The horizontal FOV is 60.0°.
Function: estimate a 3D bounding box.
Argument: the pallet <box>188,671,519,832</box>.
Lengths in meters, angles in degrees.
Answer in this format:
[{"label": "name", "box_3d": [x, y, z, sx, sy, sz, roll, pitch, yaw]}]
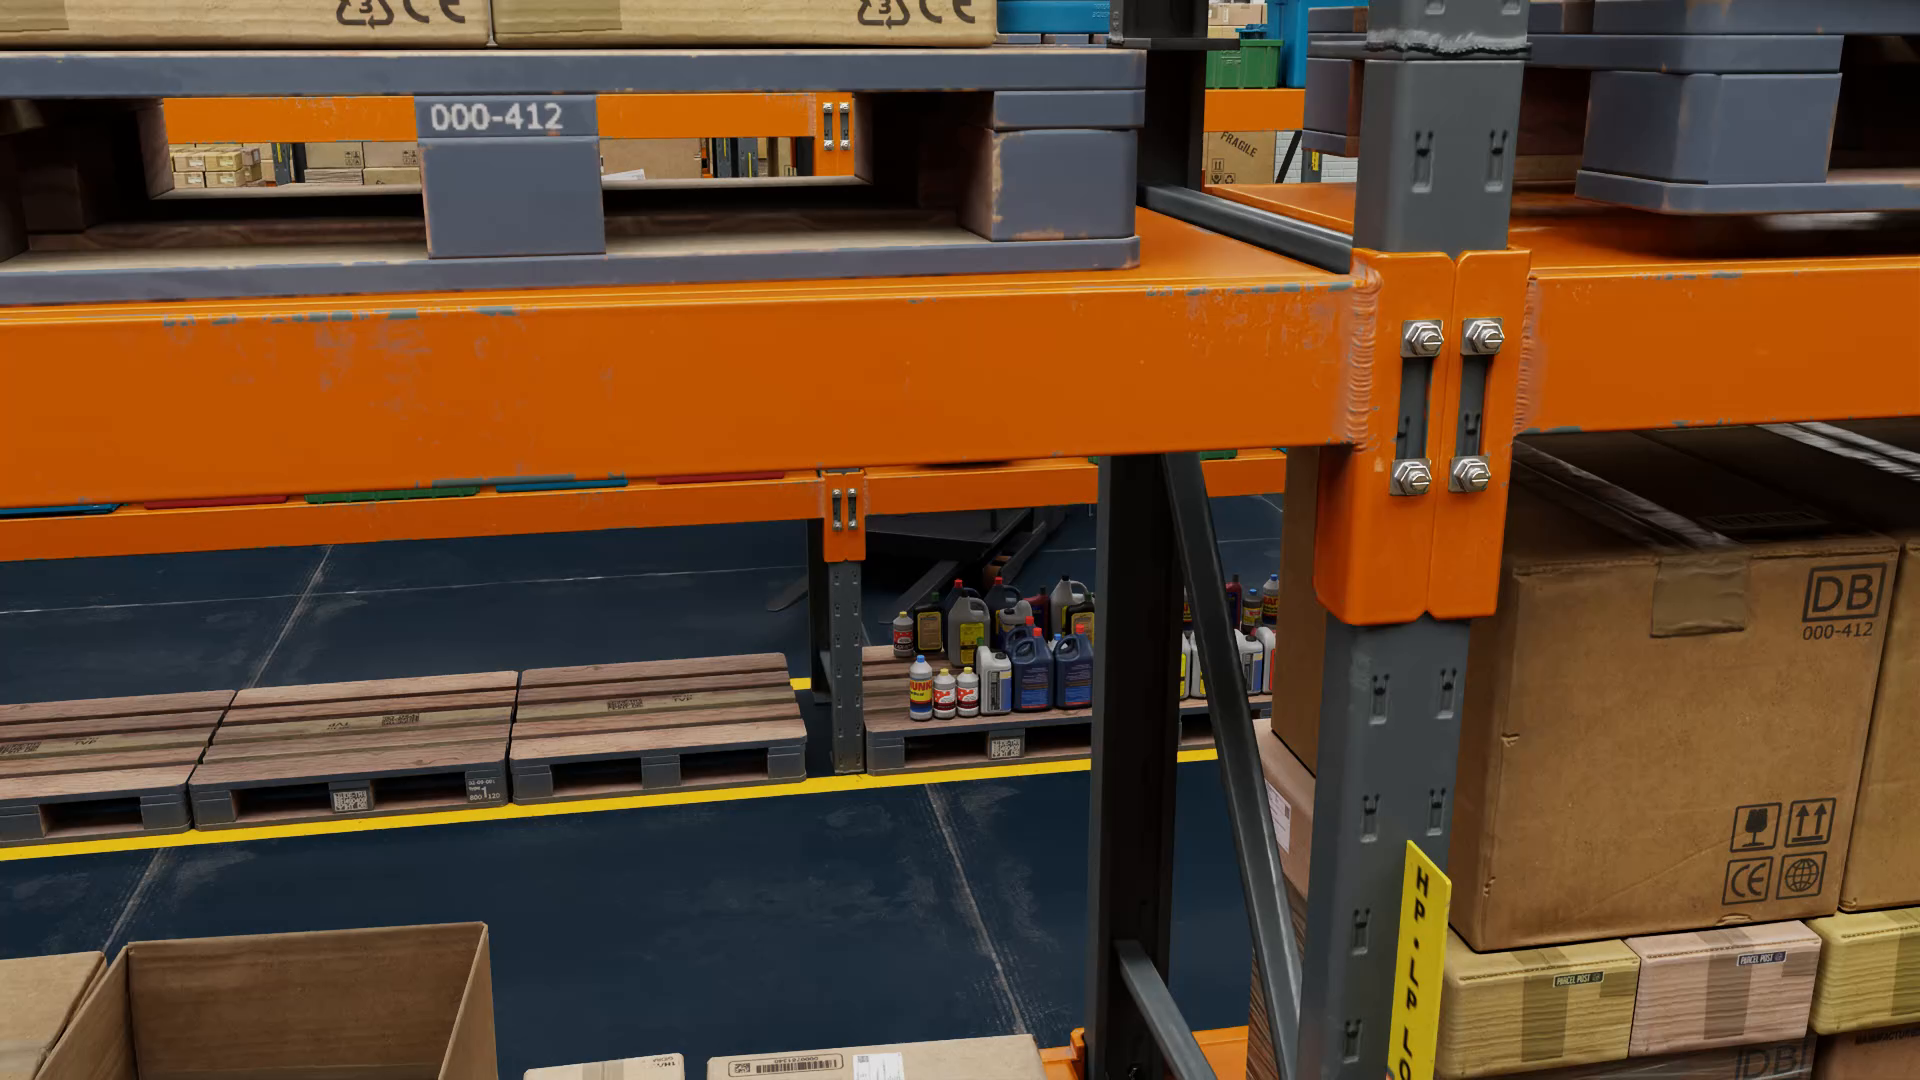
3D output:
[{"label": "pallet", "box_3d": [-2.526, 0.876, 7.099, 1.213, 0.211, 1.003, -3, 17, -10]}]

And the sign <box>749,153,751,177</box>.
[{"label": "sign", "box_3d": [-1.393, -2.402, 11.052, 0.005, 0.325, 0.100, -3, 17, -10]}]

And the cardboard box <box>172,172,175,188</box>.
[{"label": "cardboard box", "box_3d": [-7.189, -3.254, 15.005, 0.250, 0.149, 0.380, -3, 17, -9]}]

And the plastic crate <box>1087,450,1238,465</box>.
[{"label": "plastic crate", "box_3d": [0.824, -0.474, 7.106, 0.662, 0.188, 0.450, -3, 17, -10]}]

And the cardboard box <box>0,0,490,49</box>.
[{"label": "cardboard box", "box_3d": [-0.772, -0.652, 1.759, 0.500, 0.250, 0.500, -5, 18, -16]}]

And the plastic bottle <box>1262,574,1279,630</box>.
[{"label": "plastic bottle", "box_3d": [1.526, 0.302, 8.118, 0.097, 0.271, 0.097, 0, 17, 0]}]

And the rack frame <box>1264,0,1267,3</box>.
[{"label": "rack frame", "box_3d": [2.425, -5.099, 11.586, 0.127, 3.000, 1.000, -3, 17, -10]}]

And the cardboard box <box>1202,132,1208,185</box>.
[{"label": "cardboard box", "box_3d": [1.443, -2.768, 11.834, 0.500, 0.500, 0.500, -3, 17, -10]}]

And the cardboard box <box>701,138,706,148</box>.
[{"label": "cardboard box", "box_3d": [-3.842, -6.293, 25.522, 0.500, 0.500, 0.500, -4, 17, -12]}]

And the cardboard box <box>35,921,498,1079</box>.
[{"label": "cardboard box", "box_3d": [-0.901, 0.867, 2.209, 0.500, 0.500, 0.500, -2, 17, -6]}]

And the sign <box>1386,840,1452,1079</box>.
[{"label": "sign", "box_3d": [0.486, 0.488, 1.778, 0.005, 0.325, 0.100, -3, 17, -10]}]

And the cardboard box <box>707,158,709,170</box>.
[{"label": "cardboard box", "box_3d": [-3.124, -4.851, 21.424, 0.250, 0.149, 0.380, -3, 17, -11]}]

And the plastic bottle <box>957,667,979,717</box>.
[{"label": "plastic bottle", "box_3d": [0.033, 0.644, 7.123, 0.097, 0.201, 0.097, 0, 17, 0]}]

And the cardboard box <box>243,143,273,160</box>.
[{"label": "cardboard box", "box_3d": [-8.239, -4.680, 19.844, 0.500, 0.250, 0.500, -4, 17, -12]}]

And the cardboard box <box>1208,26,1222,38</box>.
[{"label": "cardboard box", "box_3d": [1.511, -3.465, 11.630, 0.500, 0.250, 0.500, -3, 17, -10]}]

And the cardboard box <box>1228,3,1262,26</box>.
[{"label": "cardboard box", "box_3d": [1.934, -3.698, 11.710, 0.250, 0.149, 0.380, -4, 17, -12]}]

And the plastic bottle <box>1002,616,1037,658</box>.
[{"label": "plastic bottle", "box_3d": [0.282, 0.508, 7.310, 0.185, 0.351, 0.144, -3, 17, -10]}]

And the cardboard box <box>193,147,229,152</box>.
[{"label": "cardboard box", "box_3d": [-7.025, -3.601, 15.625, 0.250, 0.149, 0.380, -4, 17, -12]}]

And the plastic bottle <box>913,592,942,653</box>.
[{"label": "plastic bottle", "box_3d": [-0.153, 0.386, 7.824, 0.133, 0.283, 0.061, -2, 17, -8]}]

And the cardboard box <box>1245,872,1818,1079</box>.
[{"label": "cardboard box", "box_3d": [0.808, 0.773, 2.515, 0.500, 0.500, 0.700, -4, 17, -12]}]

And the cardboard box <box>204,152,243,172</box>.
[{"label": "cardboard box", "box_3d": [-6.665, -3.427, 15.059, 0.250, 0.149, 0.380, -4, 18, -13]}]

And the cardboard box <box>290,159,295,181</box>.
[{"label": "cardboard box", "box_3d": [-7.756, -4.468, 20.004, 0.500, 0.250, 0.500, -4, 17, -12]}]

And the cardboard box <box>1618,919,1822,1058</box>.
[{"label": "cardboard box", "box_3d": [0.921, 0.517, 2.246, 0.250, 0.149, 0.380, -3, 17, -10]}]

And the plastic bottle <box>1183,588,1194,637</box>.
[{"label": "plastic bottle", "box_3d": [1.091, 0.326, 8.038, 0.097, 0.271, 0.097, 0, 17, 0]}]

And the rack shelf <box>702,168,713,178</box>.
[{"label": "rack shelf", "box_3d": [-1.418, -4.633, 21.511, 4.000, 0.370, 1.077, -3, 17, -10]}]

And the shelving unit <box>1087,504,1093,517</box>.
[{"label": "shelving unit", "box_3d": [1.102, -0.717, 10.602, 0.503, 1.200, 0.258, 11, 20, 31]}]

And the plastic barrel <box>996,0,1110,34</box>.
[{"label": "plastic barrel", "box_3d": [0.435, -2.479, 6.598, 0.708, 0.901, 0.600, -3, 17, -10]}]

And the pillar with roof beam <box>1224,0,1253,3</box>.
[{"label": "pillar with roof beam", "box_3d": [5.453, -8.701, 23.313, 0.400, 9.000, 9.100, -3, 17, -10]}]

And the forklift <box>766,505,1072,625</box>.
[{"label": "forklift", "box_3d": [-0.194, -1.227, 9.315, 1.130, 2.935, 3.031, 5, 18, 17]}]

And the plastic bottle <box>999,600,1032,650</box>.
[{"label": "plastic bottle", "box_3d": [0.257, 0.423, 7.716, 0.135, 0.276, 0.152, -3, 17, -10]}]

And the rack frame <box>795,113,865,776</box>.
[{"label": "rack frame", "box_3d": [-0.562, -0.581, 7.093, 0.127, 3.000, 1.000, -3, 17, -10]}]

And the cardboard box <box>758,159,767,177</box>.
[{"label": "cardboard box", "box_3d": [-1.984, -3.540, 16.472, 0.550, 0.550, 0.875, -3, 17, -10]}]

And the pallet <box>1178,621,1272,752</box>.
[{"label": "pallet", "box_3d": [1.305, 0.658, 7.810, 1.213, 0.211, 1.003, -3, 17, -10]}]

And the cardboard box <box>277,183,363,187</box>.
[{"label": "cardboard box", "box_3d": [-4.378, -2.136, 11.271, 0.500, 0.500, 0.700, -1, 17, -2]}]

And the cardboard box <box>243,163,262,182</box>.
[{"label": "cardboard box", "box_3d": [-6.783, -3.475, 15.722, 0.250, 0.149, 0.380, -2, 17, -8]}]

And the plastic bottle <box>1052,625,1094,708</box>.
[{"label": "plastic bottle", "box_3d": [0.494, 0.540, 7.209, 0.185, 0.351, 0.144, -4, 18, -13]}]

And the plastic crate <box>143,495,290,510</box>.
[{"label": "plastic crate", "box_3d": [-2.845, -0.390, 6.364, 0.583, 0.464, 0.402, -3, 17, -10]}]

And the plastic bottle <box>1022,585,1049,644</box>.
[{"label": "plastic bottle", "box_3d": [0.356, 0.357, 7.918, 0.133, 0.283, 0.061, -2, 17, -7]}]

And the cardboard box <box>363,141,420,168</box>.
[{"label": "cardboard box", "box_3d": [-5.332, -3.798, 15.694, 0.500, 0.500, 0.700, -3, 17, -11]}]

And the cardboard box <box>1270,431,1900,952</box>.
[{"label": "cardboard box", "box_3d": [0.808, 0.153, 2.325, 0.500, 0.500, 0.700, -3, 17, -10]}]

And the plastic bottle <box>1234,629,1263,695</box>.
[{"label": "plastic bottle", "box_3d": [1.256, 0.531, 7.364, 0.135, 0.276, 0.152, -4, 17, -12]}]

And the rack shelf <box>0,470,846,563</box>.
[{"label": "rack shelf", "box_3d": [-2.526, -0.125, 6.836, 4.000, 0.370, 1.077, -3, 17, -10]}]

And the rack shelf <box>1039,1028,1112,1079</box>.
[{"label": "rack shelf", "box_3d": [-1.590, 1.303, 2.186, 4.000, 0.370, 1.077, -3, 17, -10]}]

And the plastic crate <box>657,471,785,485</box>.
[{"label": "plastic crate", "box_3d": [-0.980, -0.496, 6.709, 0.583, 0.464, 0.402, -3, 17, -10]}]

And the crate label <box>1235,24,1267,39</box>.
[{"label": "crate label", "box_3d": [1.465, -2.157, 7.371, 0.408, 0.251, 0.502, -3, 17, -10]}]

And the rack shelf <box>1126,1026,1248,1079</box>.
[{"label": "rack shelf", "box_3d": [2.337, 1.080, 2.912, 4.000, 0.370, 1.077, -3, 17, -10]}]

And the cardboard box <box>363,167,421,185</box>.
[{"label": "cardboard box", "box_3d": [-5.280, -3.245, 15.598, 0.500, 0.500, 0.500, -3, 17, -11]}]
